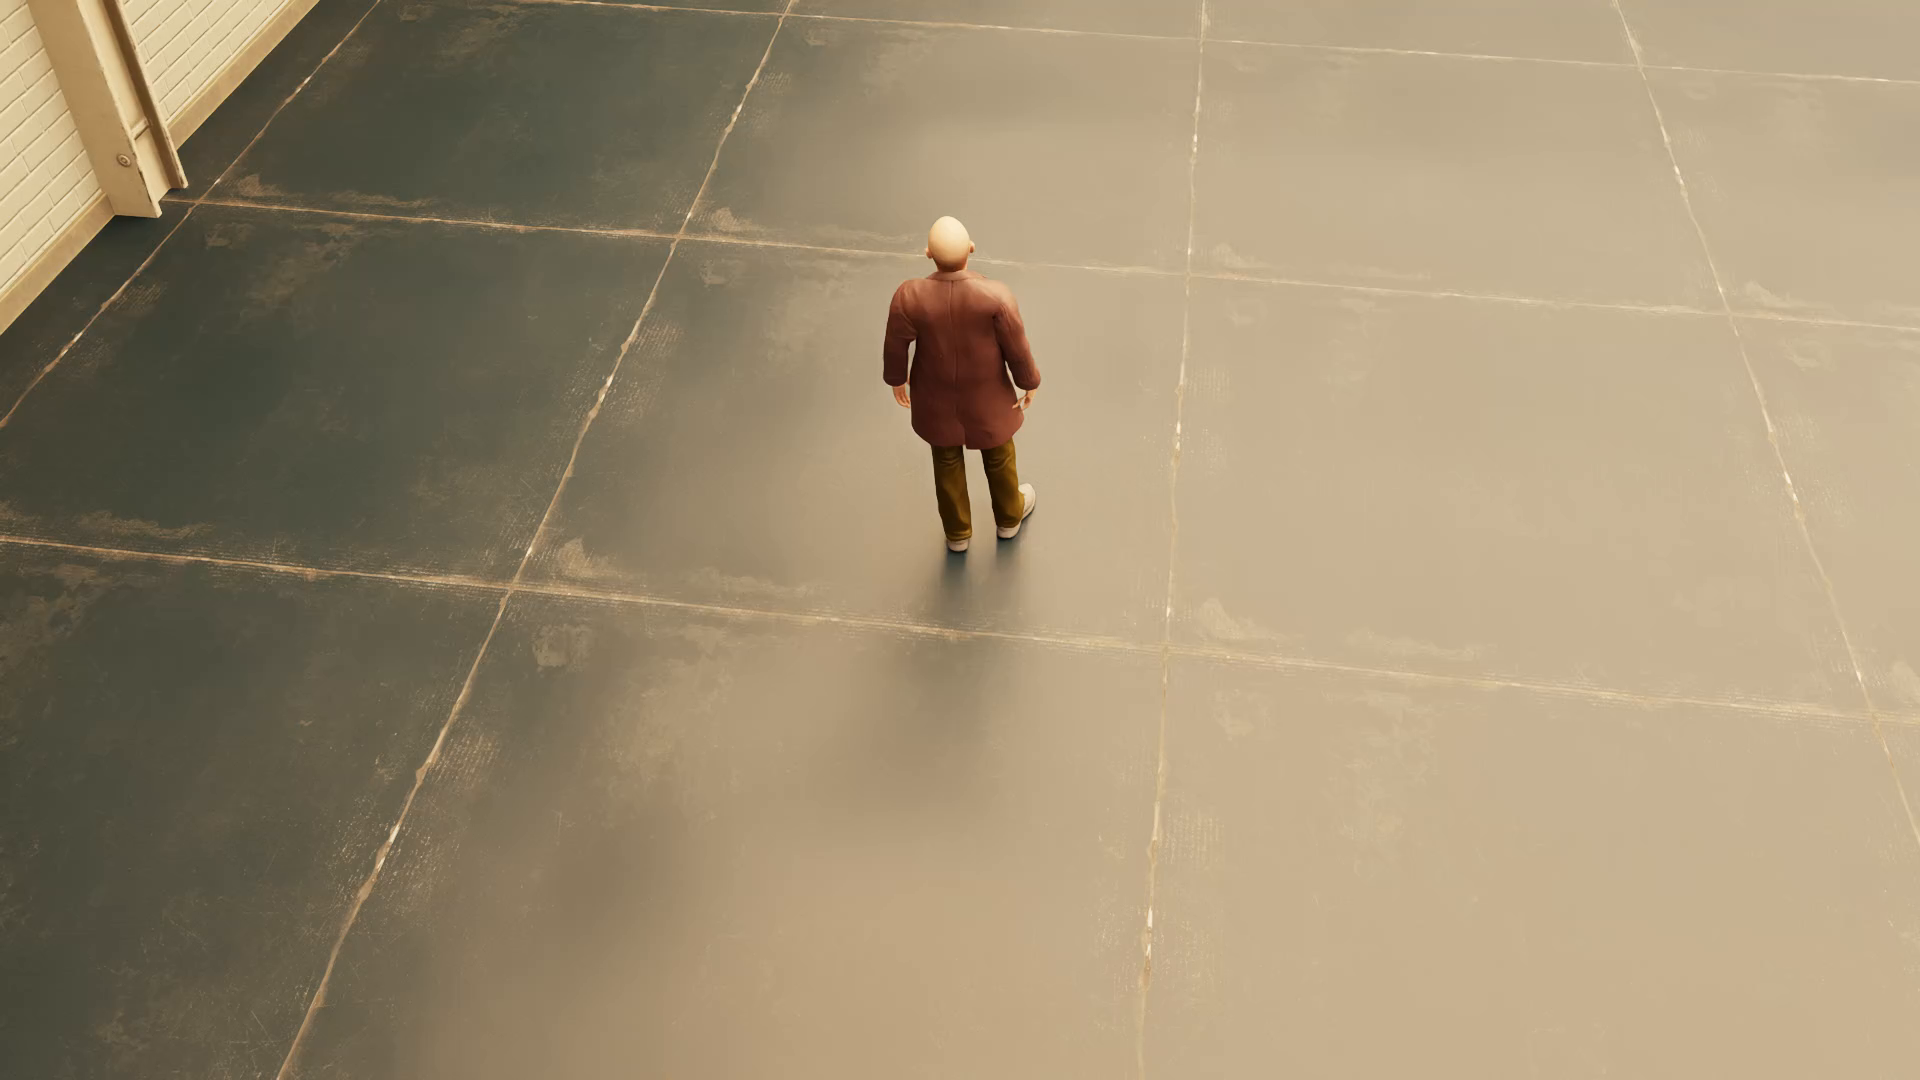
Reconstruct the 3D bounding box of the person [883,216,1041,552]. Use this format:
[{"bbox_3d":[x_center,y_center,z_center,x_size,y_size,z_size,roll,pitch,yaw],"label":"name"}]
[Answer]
[{"bbox_3d":[0.016,-0.722,7.351,0.698,1.778,0.579,5,43,6],"label":"person"}]
